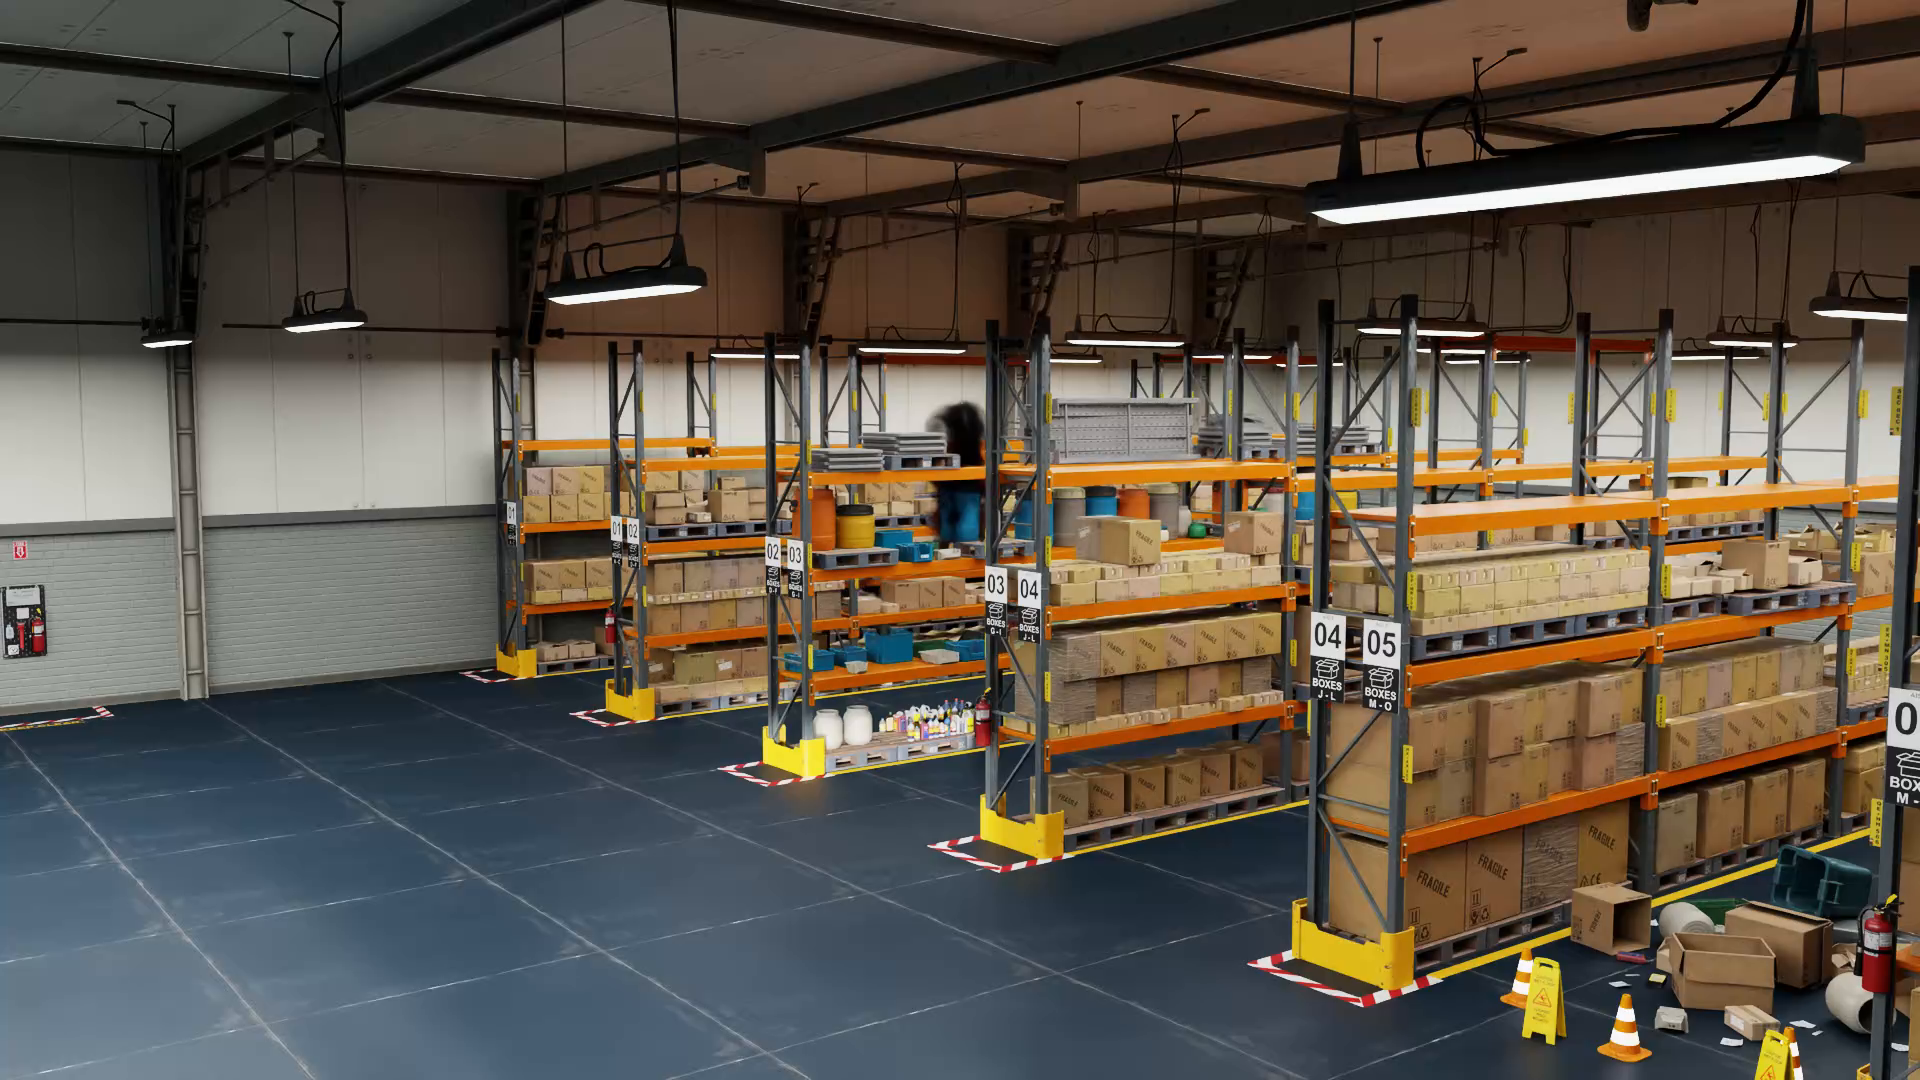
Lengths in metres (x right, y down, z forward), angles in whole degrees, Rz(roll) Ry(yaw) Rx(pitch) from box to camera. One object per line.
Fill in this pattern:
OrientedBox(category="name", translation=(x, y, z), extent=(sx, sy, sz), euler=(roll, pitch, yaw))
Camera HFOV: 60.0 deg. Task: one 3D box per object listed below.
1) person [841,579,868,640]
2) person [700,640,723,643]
OrientedBox(category="person", translation=(-1.960, 1.535, 32.037), extent=(0.824, 1.626, 0.501), euler=(-4, 6, -38))
OrientedBox(category="person", translation=(-4.616, 1.669, 30.570), extent=(0.713, 1.671, 0.977), euler=(3, 6, 28))
